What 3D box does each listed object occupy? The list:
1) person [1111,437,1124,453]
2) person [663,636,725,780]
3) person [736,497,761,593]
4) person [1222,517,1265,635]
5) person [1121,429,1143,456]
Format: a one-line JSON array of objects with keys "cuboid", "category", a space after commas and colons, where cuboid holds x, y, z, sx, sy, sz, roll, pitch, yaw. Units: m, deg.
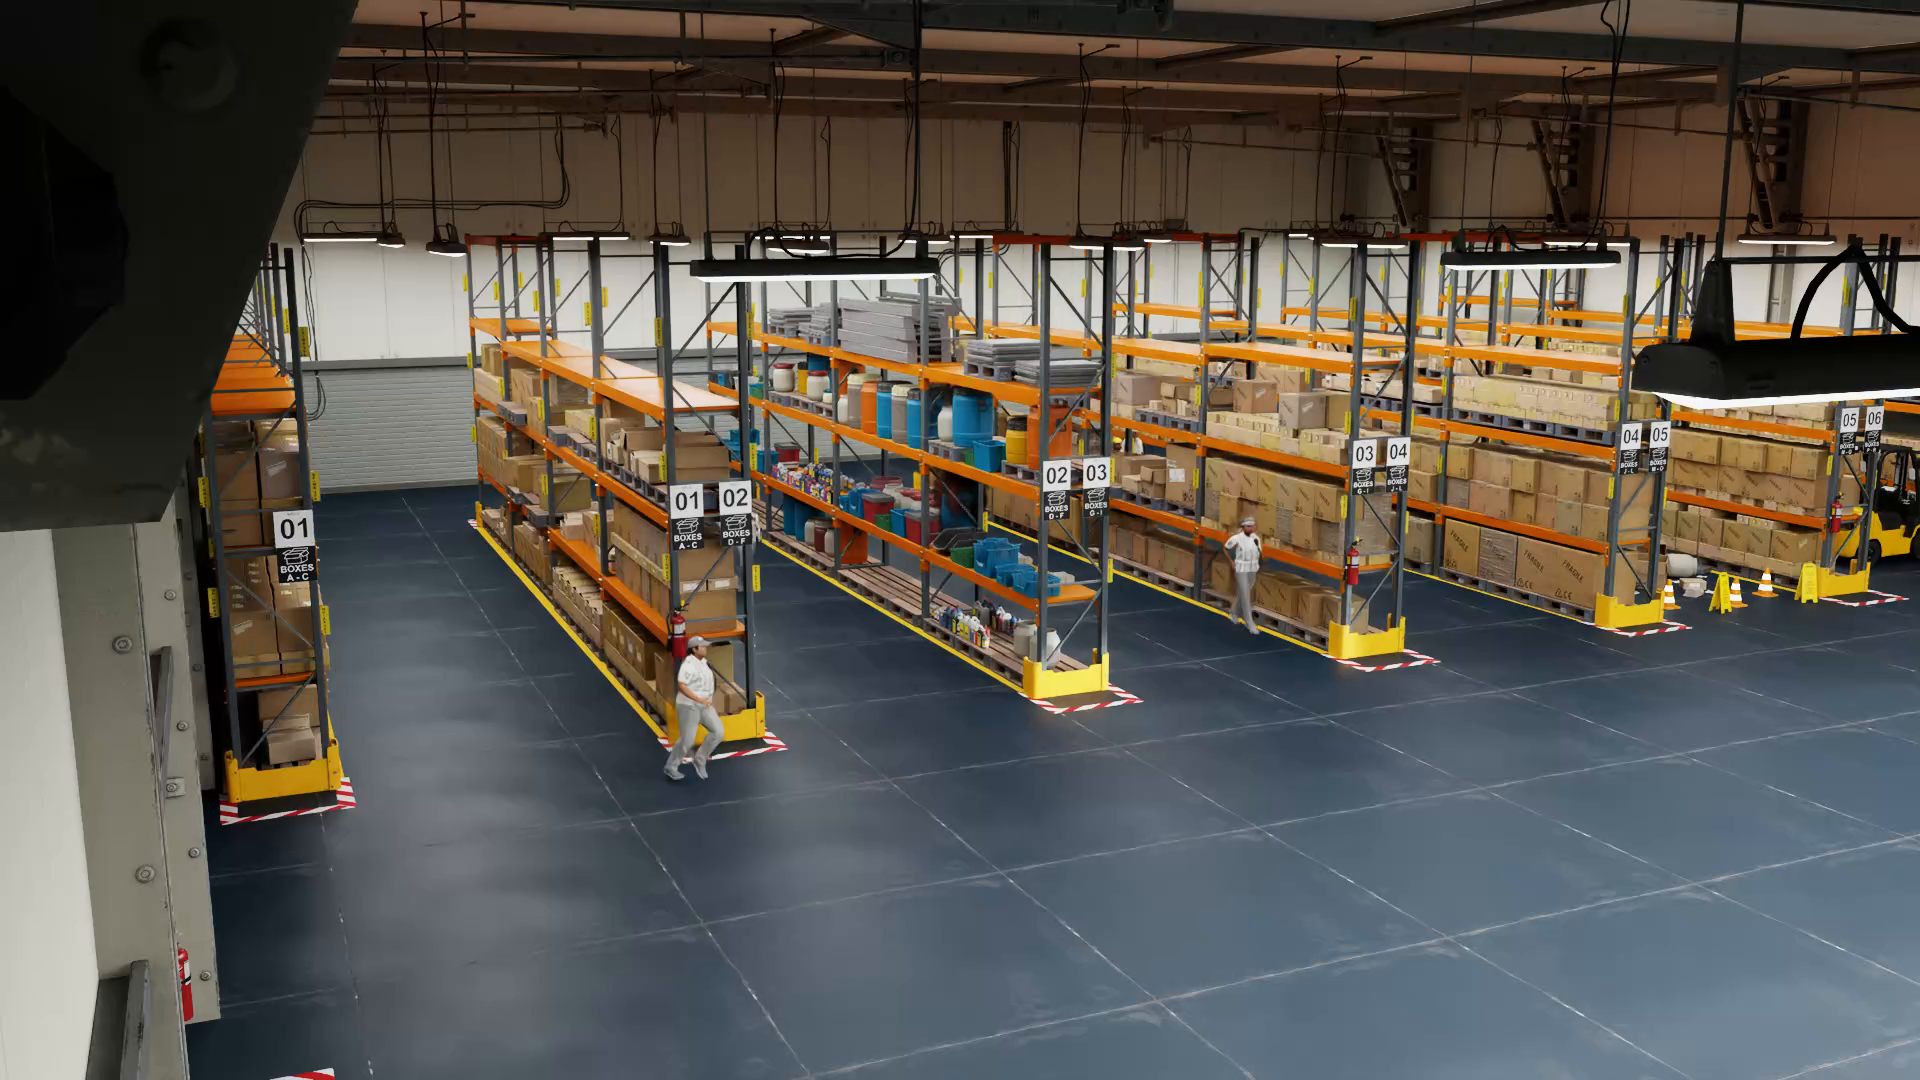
[{"cuboid": [3.285, -1.334, 35.509, 0.718, 1.754, 0.782, -6, 12, -26], "category": "person"}, {"cuboid": [-3.017, 1.915, 19.047, 0.638, 1.655, 0.680, 4, 12, 20], "category": "person"}, {"cuboid": [-3.636, 0.077, 28.315, 0.587, 1.666, 0.620, -7, 13, -31], "category": "person"}, {"cuboid": [4.272, 0.486, 24.842, 0.578, 1.716, 0.867, -5, 12, -23], "category": "person"}, {"cuboid": [3.795, -1.619, 36.568, 0.683, 1.764, 1.000, -6, 13, -29], "category": "person"}]
